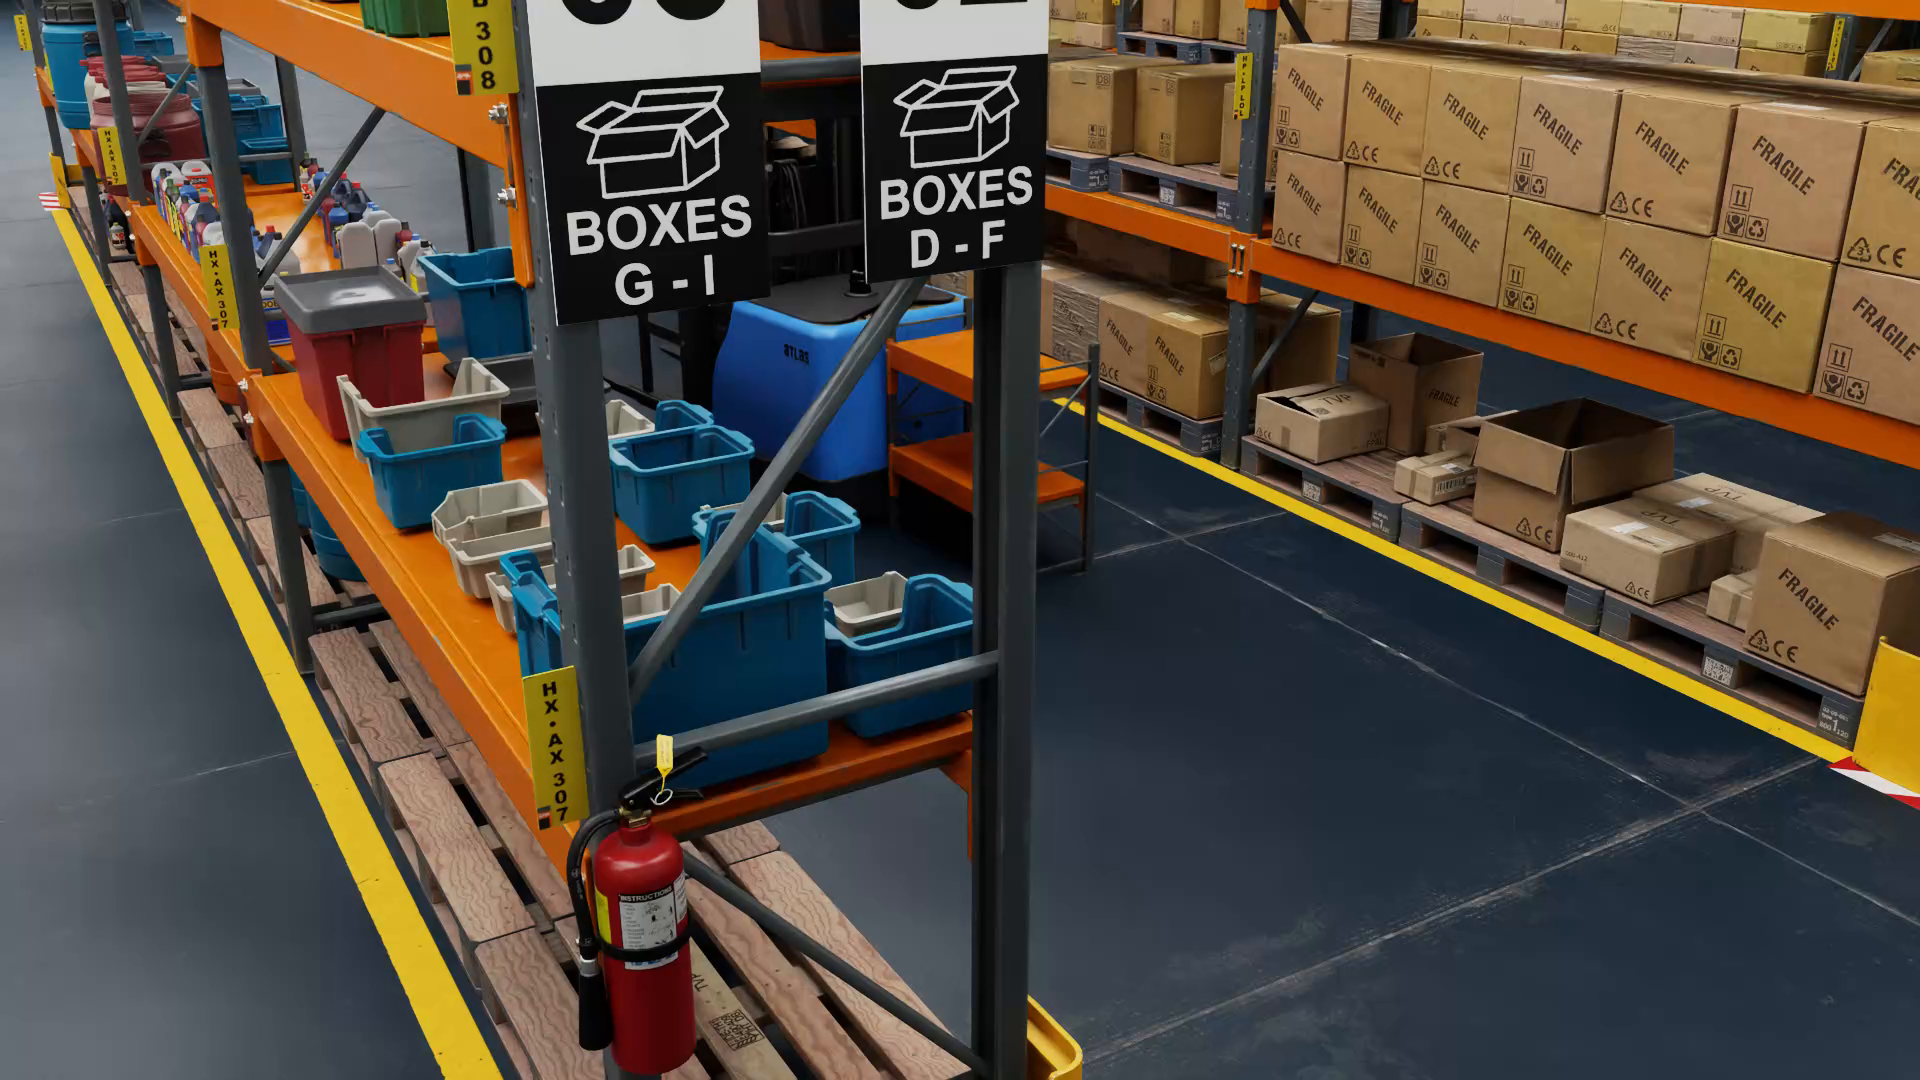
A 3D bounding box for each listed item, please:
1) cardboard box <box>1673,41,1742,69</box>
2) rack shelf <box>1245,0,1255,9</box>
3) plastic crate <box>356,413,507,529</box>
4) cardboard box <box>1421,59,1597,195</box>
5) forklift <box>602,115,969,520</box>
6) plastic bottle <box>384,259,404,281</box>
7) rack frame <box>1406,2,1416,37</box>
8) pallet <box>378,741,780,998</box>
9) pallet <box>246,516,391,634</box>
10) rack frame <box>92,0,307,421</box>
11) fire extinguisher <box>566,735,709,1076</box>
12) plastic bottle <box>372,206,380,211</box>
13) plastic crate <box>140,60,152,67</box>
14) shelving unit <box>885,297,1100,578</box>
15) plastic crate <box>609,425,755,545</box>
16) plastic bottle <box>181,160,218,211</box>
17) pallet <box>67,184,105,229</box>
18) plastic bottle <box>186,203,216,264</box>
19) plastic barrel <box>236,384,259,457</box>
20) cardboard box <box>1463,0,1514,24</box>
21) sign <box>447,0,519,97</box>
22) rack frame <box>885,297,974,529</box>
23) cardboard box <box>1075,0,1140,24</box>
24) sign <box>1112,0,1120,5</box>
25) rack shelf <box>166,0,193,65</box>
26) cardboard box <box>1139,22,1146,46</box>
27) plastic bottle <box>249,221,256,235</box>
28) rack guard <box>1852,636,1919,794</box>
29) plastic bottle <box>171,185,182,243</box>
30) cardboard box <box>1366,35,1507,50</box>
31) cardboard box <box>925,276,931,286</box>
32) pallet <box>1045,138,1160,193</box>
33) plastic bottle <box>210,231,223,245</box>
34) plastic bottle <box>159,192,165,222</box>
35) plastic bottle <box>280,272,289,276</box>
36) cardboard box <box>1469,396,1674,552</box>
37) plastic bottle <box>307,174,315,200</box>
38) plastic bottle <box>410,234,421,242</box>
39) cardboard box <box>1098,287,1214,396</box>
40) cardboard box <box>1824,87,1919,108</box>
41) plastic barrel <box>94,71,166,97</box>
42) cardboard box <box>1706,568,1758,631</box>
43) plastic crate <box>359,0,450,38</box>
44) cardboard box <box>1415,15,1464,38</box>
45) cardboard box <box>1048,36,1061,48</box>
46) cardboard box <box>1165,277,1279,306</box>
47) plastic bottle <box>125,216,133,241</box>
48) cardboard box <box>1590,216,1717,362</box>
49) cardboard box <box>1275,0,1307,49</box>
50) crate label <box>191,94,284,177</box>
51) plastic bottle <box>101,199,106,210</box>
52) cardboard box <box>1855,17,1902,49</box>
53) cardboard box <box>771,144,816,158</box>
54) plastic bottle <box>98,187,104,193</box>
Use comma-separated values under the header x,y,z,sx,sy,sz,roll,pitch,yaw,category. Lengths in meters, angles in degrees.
x,y,z,sx,sy,sz,roll,pitch,yaw,category
5.455,-3.298,11.889,0.500,0.500,0.500,-12,25,-28,cardboard box
0.898,-3.591,10.134,1.077,0.370,4.000,-13,25,-28,rack shelf
-1.566,-0.206,4.978,0.416,0.233,0.300,-13,25,-28,plastic crate
2.445,-1.856,7.434,0.500,0.500,0.500,-13,26,-30,cardboard box
-1.215,-1.907,9.110,1.130,2.935,3.031,-17,28,-36,forklift
-2.534,-1.155,7.433,0.097,0.201,0.097,0,22,0,plastic bottle
4.134,-4.136,14.503,1.000,3.000,0.127,-13,25,-28,rack frame
-1.304,0.982,5.614,1.003,0.211,1.213,-13,25,-28,pallet
-2.698,0.099,7.788,1.003,0.211,1.213,-13,25,-28,pallet
-4.383,-2.230,9.815,1.000,3.000,0.127,-13,25,-28,rack frame
-0.611,0.704,3.193,0.296,0.674,0.183,-13,25,-28,fire extinguisher
-2.876,-1.516,8.230,0.097,0.271,0.097,0,22,0,plastic bottle
-6.585,-3.690,13.489,0.767,0.338,0.504,-13,25,-28,plastic crate
0.134,-0.474,7.984,0.538,1.125,1.048,-14,26,-31,shelving unit
-0.813,-0.160,4.865,0.416,0.233,0.300,-13,25,-28,plastic crate
-4.310,-2.000,9.412,0.152,0.276,0.135,-13,25,-28,plastic bottle
-7.980,-3.249,16.023,1.003,0.211,1.213,-13,25,-28,pallet
-3.732,-1.522,8.236,0.152,0.276,0.135,-13,25,-28,plastic bottle
-3.542,-0.787,8.909,0.600,0.588,0.708,-13,25,-28,plastic barrel
4.419,-4.306,13.372,0.500,0.250,0.500,-13,25,-29,cardboard box
-0.762,-0.871,2.625,0.100,0.325,0.005,-13,25,-28,sign
-0.147,-0.634,8.376,0.500,1.125,0.032,-14,26,-31,rack frame
1.583,-5.811,17.802,0.500,0.500,0.500,-13,25,-28,cardboard box
1.628,-5.725,17.263,0.100,0.325,0.005,-13,25,-28,sign
-3.362,-2.639,7.793,1.077,0.370,4.000,-13,25,-28,rack shelf
2.035,-5.564,18.189,0.500,0.250,0.500,-12,25,-28,cardboard box
-3.353,-1.371,7.873,0.097,0.271,0.097,0,22,0,plastic bottle
3.925,0.541,6.316,1.175,0.500,0.348,-13,25,-28,rack guard
-4.057,-1.697,8.659,0.061,0.283,0.133,-13,25,-28,plastic bottle
2.401,-2.283,8.483,0.500,0.500,0.500,-12,25,-28,cardboard box
-0.136,-2.025,12.046,0.500,0.500,0.500,-11,25,-26,cardboard box
0.874,-2.464,10.645,1.003,0.211,1.213,-13,25,-28,pallet
-3.332,-1.268,7.613,0.152,0.276,0.135,-13,25,-28,plastic bottle
-4.355,-1.862,9.172,0.097,0.201,0.097,0,22,0,plastic bottle
-2.908,-1.057,7.192,0.097,0.201,0.097,0,22,0,plastic bottle
2.884,-0.327,7.864,0.797,0.503,0.637,-13,25,-28,cardboard box
-3.649,-1.974,9.448,0.097,0.201,0.097,0,22,0,plastic bottle
-2.472,-1.260,7.599,0.097,0.271,0.097,0,22,0,plastic bottle
1.176,-1.199,10.013,0.500,0.500,0.500,-13,25,-28,cardboard box
3.690,-1.464,6.468,0.500,0.500,0.500,-12,25,-28,cardboard box
-5.531,-2.859,11.180,0.433,0.535,0.433,0,22,0,plastic barrel
3.344,0.240,6.917,0.380,0.166,0.250,-13,25,-28,cardboard box
-1.046,-1.196,3.569,0.450,0.188,0.336,-13,25,-28,plastic crate
4.162,-4.123,13.916,0.500,0.500,0.500,-12,25,-27,cardboard box
0.295,-3.240,11.610,0.500,0.500,0.700,17,28,36,cardboard box
1.600,-1.307,10.278,0.500,0.500,0.500,-12,25,-27,cardboard box
-6.880,-2.682,13.861,0.144,0.351,0.185,-13,25,-28,plastic bottle
2.982,-1.061,6.805,0.500,0.500,0.500,-12,25,-28,cardboard box
3.229,-4.935,15.753,0.700,0.500,0.500,-13,25,-28,cardboard box
-4.658,-2.620,10.727,0.502,0.435,0.616,-13,25,-28,crate label
-7.221,-2.730,14.068,0.061,0.283,0.133,-11,24,-25,plastic bottle
6.166,-3.581,11.587,0.500,0.250,0.500,-12,25,-27,cardboard box
-1.442,-3.414,15.076,0.500,0.311,0.500,-12,25,-27,cardboard box
-7.637,-3.002,14.753,0.097,0.271,0.097,0,22,0,plastic bottle
